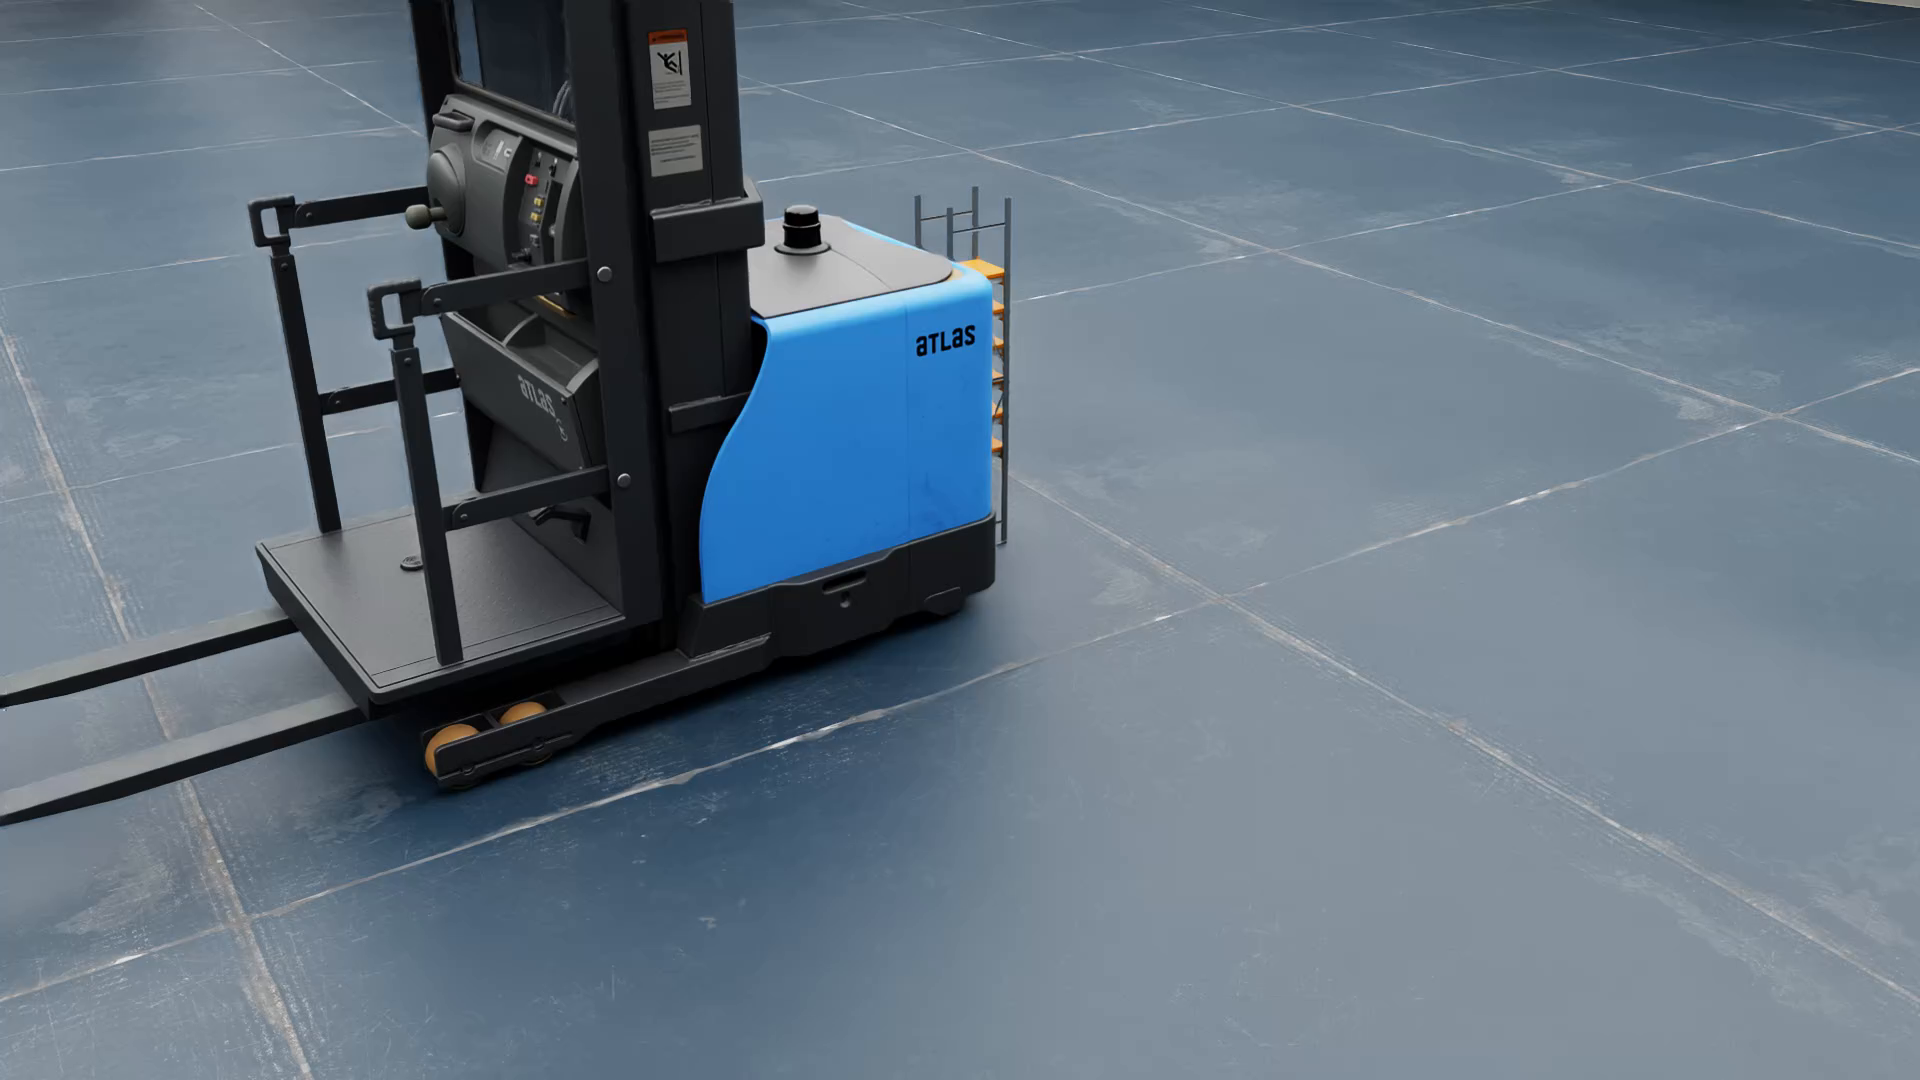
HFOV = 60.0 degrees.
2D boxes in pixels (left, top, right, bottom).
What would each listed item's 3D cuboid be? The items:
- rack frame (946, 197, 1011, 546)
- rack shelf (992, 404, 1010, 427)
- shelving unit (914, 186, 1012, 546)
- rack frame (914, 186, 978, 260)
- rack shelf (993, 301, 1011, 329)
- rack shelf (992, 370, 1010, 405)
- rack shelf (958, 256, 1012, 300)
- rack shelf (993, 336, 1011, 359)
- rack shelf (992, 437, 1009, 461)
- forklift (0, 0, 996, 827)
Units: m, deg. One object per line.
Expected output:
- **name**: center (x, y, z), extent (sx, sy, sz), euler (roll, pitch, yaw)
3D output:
- **rack frame**: center (0.060, -0.506, 5.415), extent (0.240, 1.200, 0.006), euler (-16, 30, -30)
- **rack shelf**: center (0.009, -0.389, 5.554), extent (0.258, 0.103, 0.180), euler (-16, 30, -30)
- **shelving unit**: center (0.009, -0.538, 5.484), extent (0.258, 1.200, 0.189), euler (-16, 30, -30)
- **rack frame**: center (-0.042, -0.571, 5.552), extent (0.240, 1.200, 0.006), euler (-16, 30, -30)
- **rack shelf**: center (0.009, -0.715, 5.400), extent (0.258, 0.103, 0.180), euler (-16, 30, -30)
- **rack shelf**: center (0.009, -0.498, 5.503), extent (0.258, 0.103, 0.180), euler (-16, 30, -30)
- **rack shelf**: center (0.009, -0.823, 5.349), extent (0.258, 0.103, 0.180), euler (-16, 30, -30)
- **rack shelf**: center (0.009, -0.606, 5.451), extent (0.258, 0.103, 0.180), euler (-16, 30, -30)
- **rack shelf**: center (0.009, -0.281, 5.605), extent (0.258, 0.103, 0.180), euler (-16, 30, -30)
- **forklift**: center (-1.378, -0.927, 4.281), extent (3.031, 2.935, 1.130), euler (-17, 30, -32)
